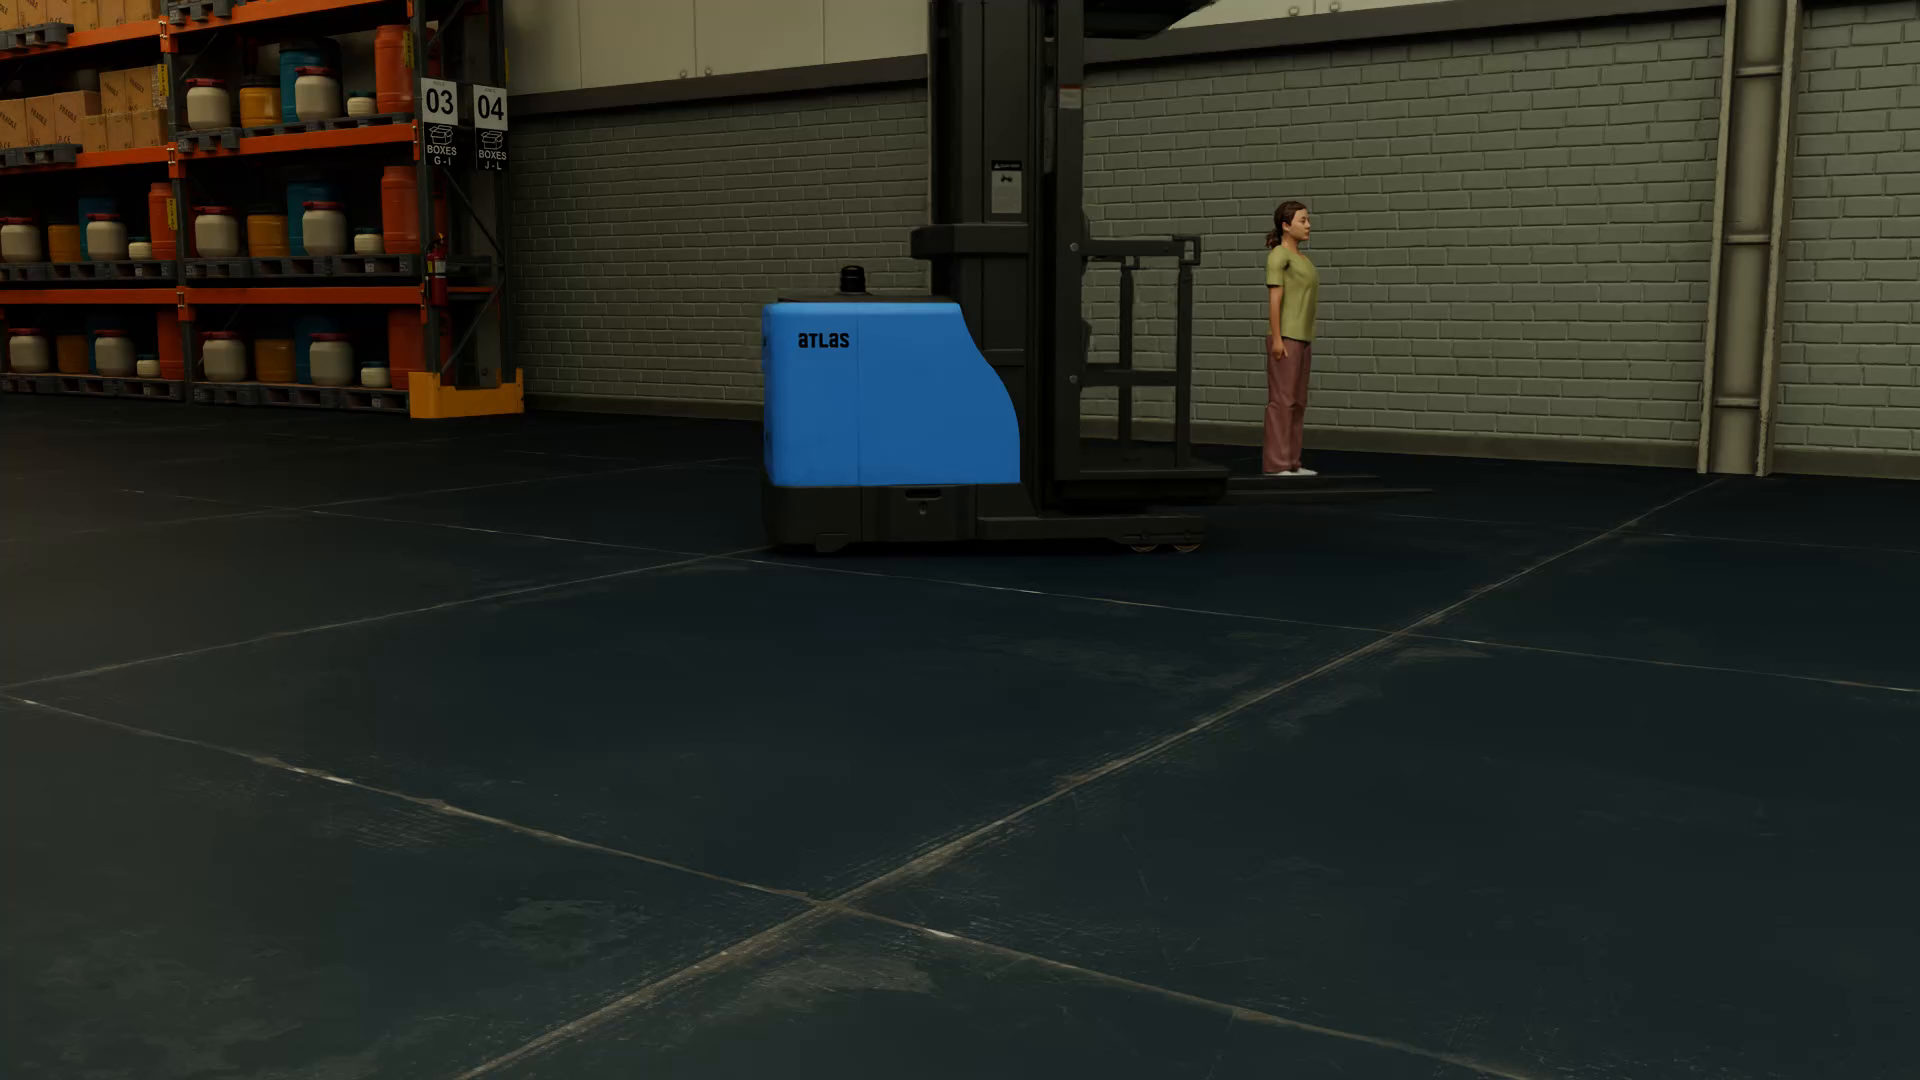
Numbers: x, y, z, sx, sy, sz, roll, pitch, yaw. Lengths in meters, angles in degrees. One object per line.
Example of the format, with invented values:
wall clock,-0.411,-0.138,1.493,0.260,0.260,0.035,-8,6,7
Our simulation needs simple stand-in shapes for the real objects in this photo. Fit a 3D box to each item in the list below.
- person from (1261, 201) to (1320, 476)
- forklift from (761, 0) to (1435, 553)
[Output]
person,1.985,-1.180,9.965,0.369,1.673,0.436,4,9,28
forklift,0.625,-1.468,7.515,3.031,2.935,1.130,-1,8,-9
